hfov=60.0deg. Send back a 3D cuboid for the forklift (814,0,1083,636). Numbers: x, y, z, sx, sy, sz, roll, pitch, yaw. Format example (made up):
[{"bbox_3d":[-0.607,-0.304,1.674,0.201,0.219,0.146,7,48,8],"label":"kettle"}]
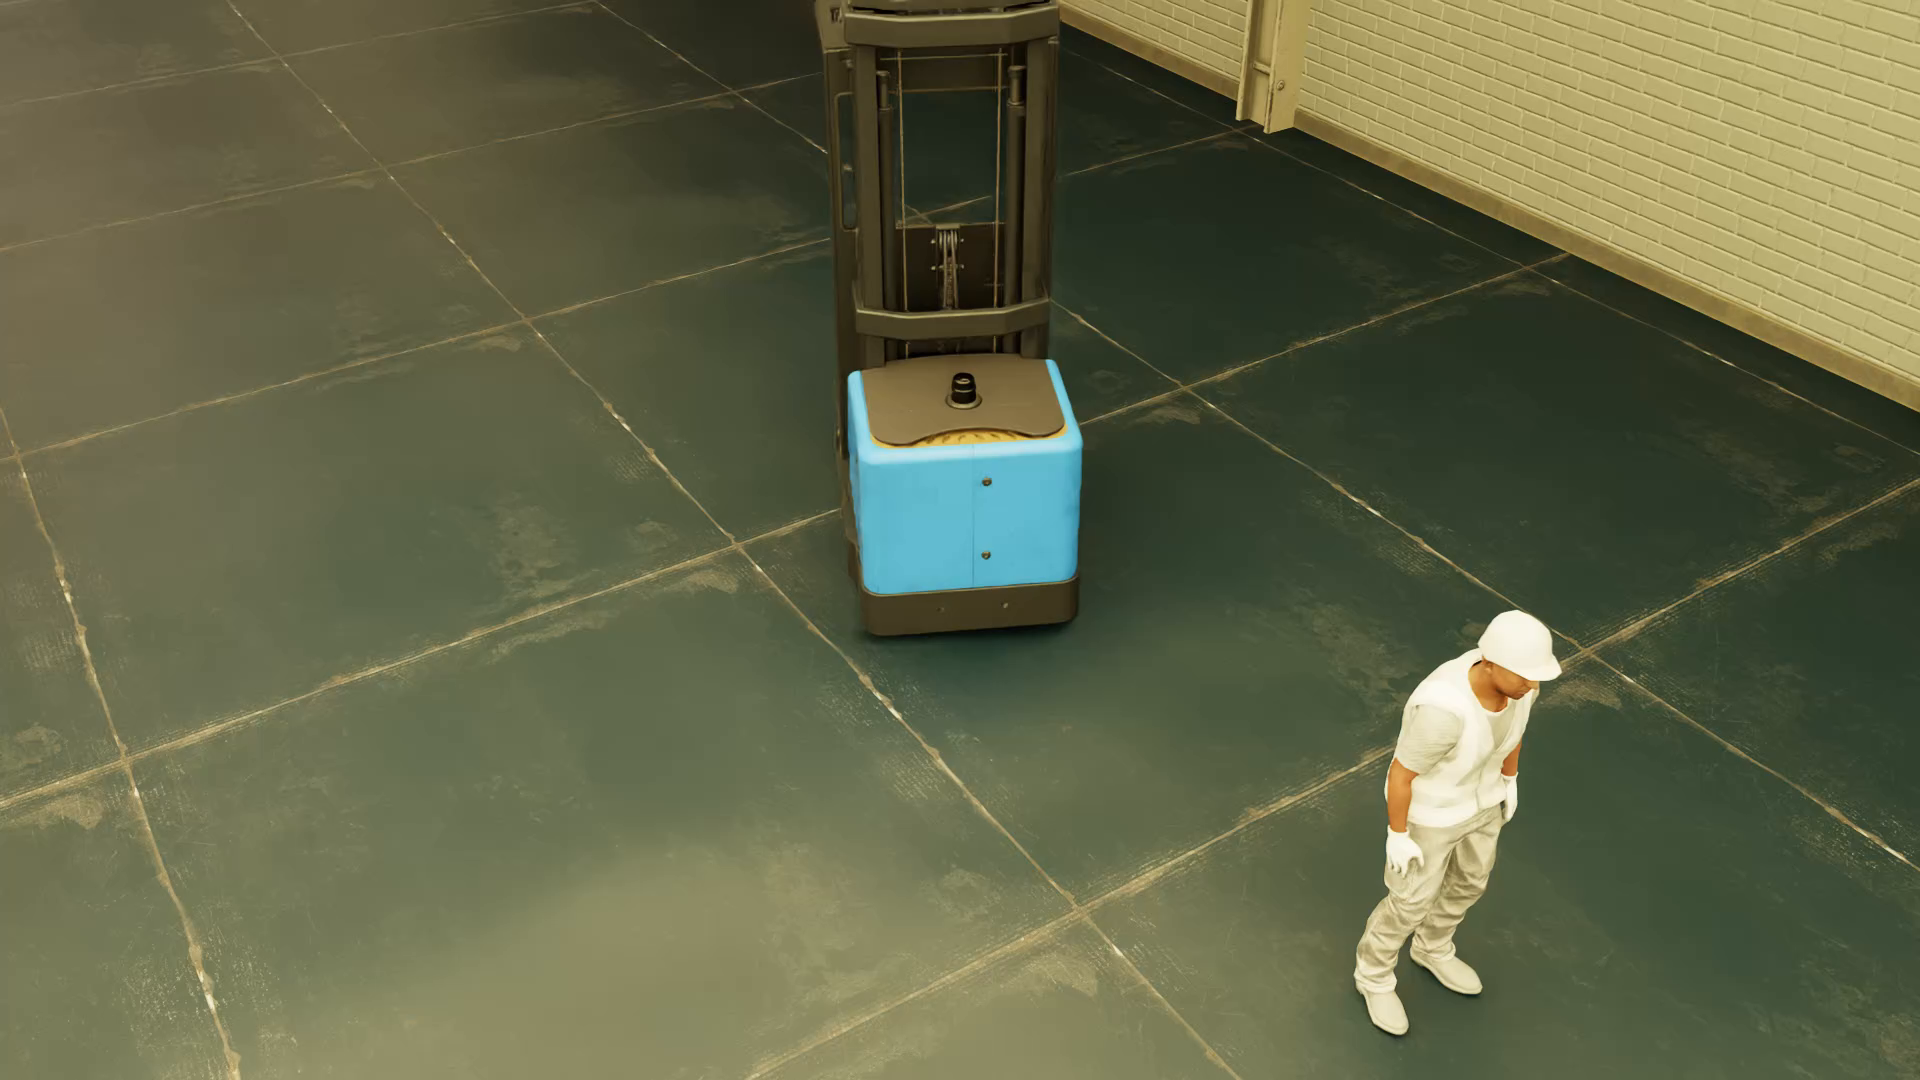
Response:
[{"bbox_3d":[-0.120,-1.576,8.391,1.130,2.935,3.031,-4,35,-6],"label":"forklift"}]

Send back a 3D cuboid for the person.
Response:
[{"bbox_3d":[1.727,0.948,5.810,0.616,1.772,0.453,-19,39,-25],"label":"person"}]
